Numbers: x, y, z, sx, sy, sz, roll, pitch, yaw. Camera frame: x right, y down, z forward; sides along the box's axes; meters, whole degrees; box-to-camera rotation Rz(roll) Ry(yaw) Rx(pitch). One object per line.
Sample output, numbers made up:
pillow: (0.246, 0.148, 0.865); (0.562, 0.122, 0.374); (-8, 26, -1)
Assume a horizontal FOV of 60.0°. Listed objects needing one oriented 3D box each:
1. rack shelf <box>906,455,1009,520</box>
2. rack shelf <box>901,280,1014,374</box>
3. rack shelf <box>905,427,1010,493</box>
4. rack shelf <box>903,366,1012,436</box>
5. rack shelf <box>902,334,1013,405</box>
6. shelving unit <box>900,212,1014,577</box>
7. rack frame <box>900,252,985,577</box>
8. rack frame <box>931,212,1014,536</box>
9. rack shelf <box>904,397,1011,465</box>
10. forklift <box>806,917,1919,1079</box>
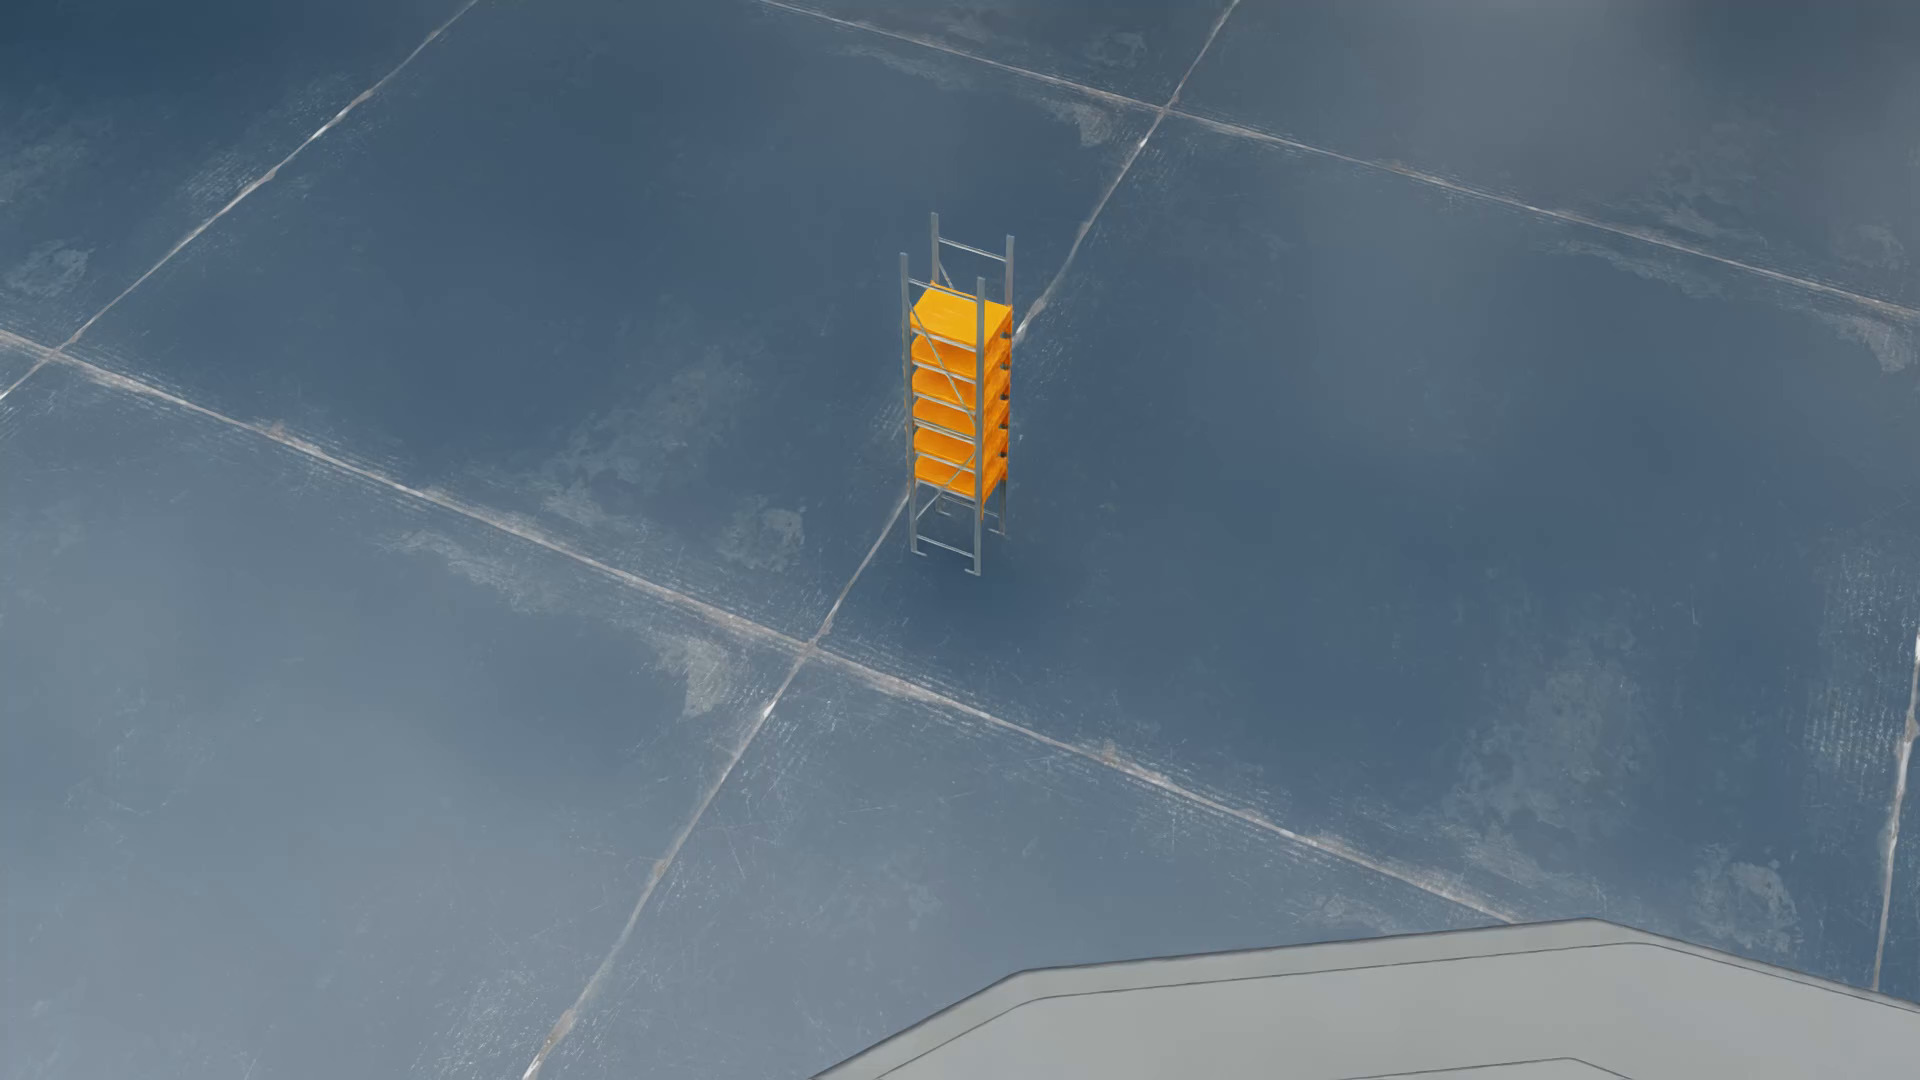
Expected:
rack shelf: (-0.006, -0.195, 5.001); (0.258, 0.103, 0.180); (20, 52, 16)
rack shelf: (-0.006, -0.583, 4.544); (0.258, 0.103, 0.180); (20, 52, 16)
rack shelf: (-0.006, -0.272, 4.910); (0.258, 0.103, 0.180); (20, 52, 16)
rack shelf: (-0.006, -0.428, 4.727); (0.258, 0.103, 0.180); (20, 52, 16)
rack shelf: (-0.006, -0.506, 4.636); (0.258, 0.103, 0.180); (20, 52, 16)
shelving unit: (-0.006, -0.379, 4.785); (0.258, 1.200, 0.189); (20, 52, 16)
rack frame: (-0.045, -0.316, 4.731); (0.240, 1.200, 0.006); (20, 52, 16)
rack frame: (0.033, -0.442, 4.838); (0.240, 1.200, 0.006); (20, 52, 16)
rack shelf: (-0.006, -0.350, 4.818); (0.258, 0.103, 0.180); (20, 52, 16)
forklift: (0.360, 1.802, 1.793); (1.130, 2.935, 3.031); (-4, 50, -4)
